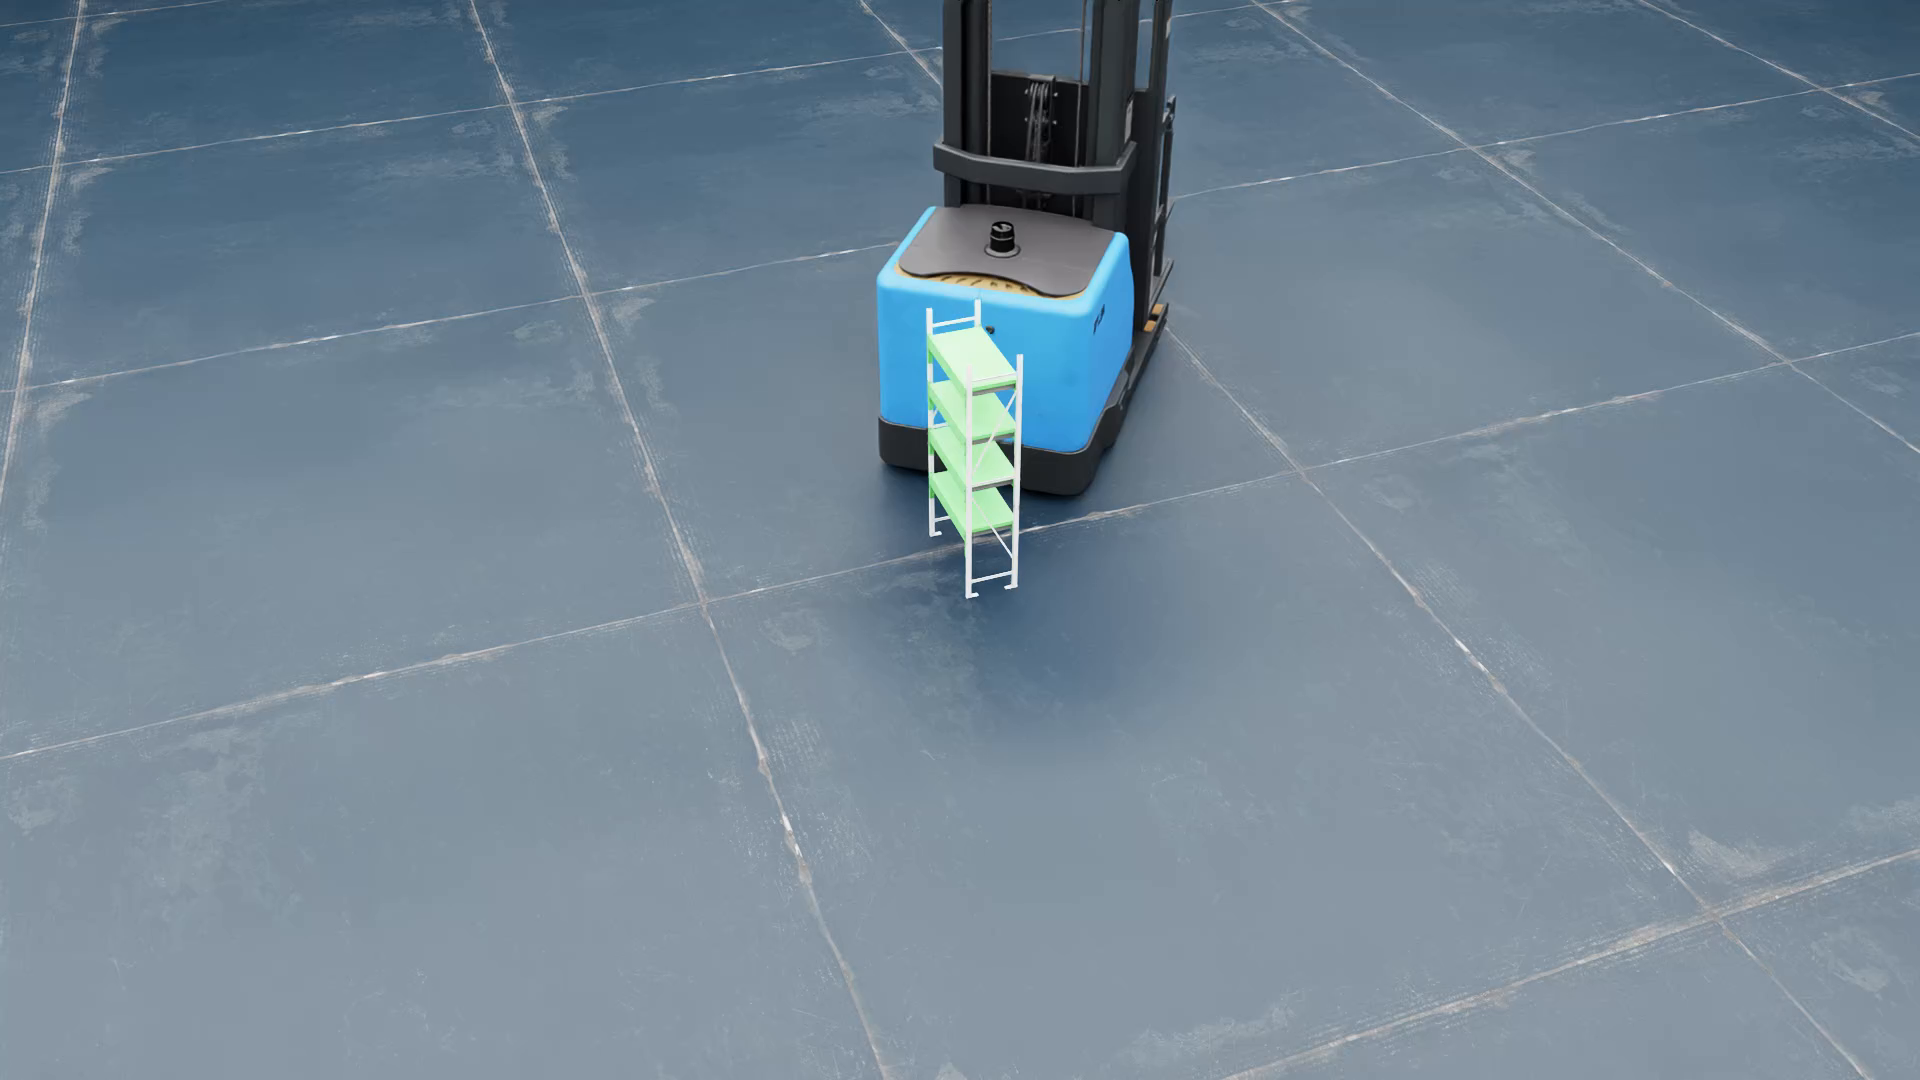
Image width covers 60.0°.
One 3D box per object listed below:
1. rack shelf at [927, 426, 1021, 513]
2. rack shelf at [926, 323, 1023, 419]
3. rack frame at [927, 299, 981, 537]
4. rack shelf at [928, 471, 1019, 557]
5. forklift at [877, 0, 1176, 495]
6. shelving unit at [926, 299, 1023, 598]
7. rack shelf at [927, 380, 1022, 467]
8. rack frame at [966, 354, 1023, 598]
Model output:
[{"bbox_3d":[0.057,-0.335,7.303,0.258,0.148,0.480,-12,39,-16],"label":"rack shelf"},{"bbox_3d":[0.057,-0.718,7.015,0.258,0.148,0.480,-12,39,-16],"label":"rack shelf"},{"bbox_3d":[-0.027,-0.524,7.448,0.240,1.200,0.015,-12,39,-16],"label":"rack frame"},{"bbox_3d":[0.057,-0.143,7.448,0.258,0.148,0.480,-12,39,-16],"label":"rack shelf"},{"bbox_3d":[0.529,-2.272,8.331,1.130,2.935,3.031,11,38,14],"label":"forklift"},{"bbox_3d":[0.057,-0.386,7.265,0.258,1.200,0.503,-12,39,-16],"label":"shelving unit"},{"bbox_3d":[0.057,-0.526,7.159,0.258,0.148,0.480,-12,39,-16],"label":"rack shelf"},{"bbox_3d":[0.141,-0.248,7.082,0.240,1.200,0.015,-12,39,-16],"label":"rack frame"}]
